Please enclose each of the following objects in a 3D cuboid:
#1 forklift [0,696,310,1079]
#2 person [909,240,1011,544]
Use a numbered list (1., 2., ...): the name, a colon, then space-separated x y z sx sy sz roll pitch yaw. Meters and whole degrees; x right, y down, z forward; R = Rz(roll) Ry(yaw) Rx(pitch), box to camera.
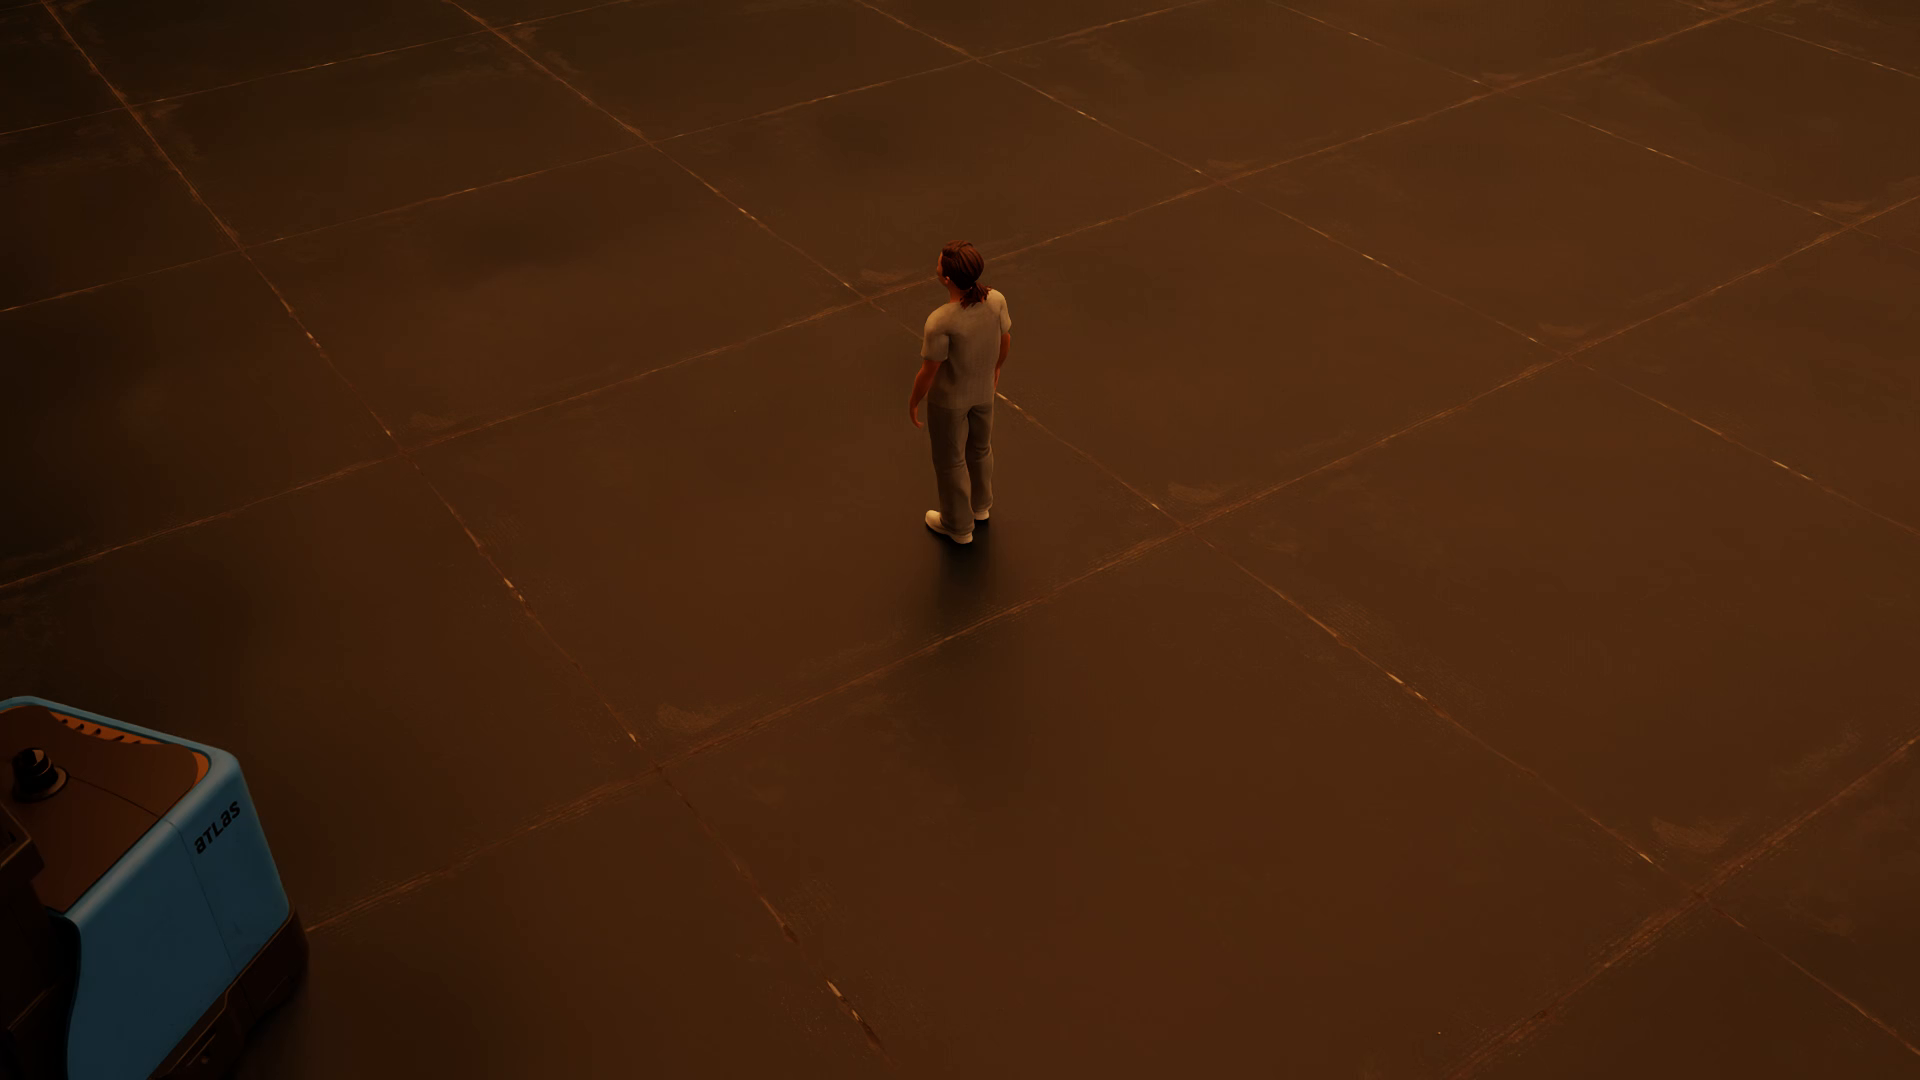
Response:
1. forklift: -3.395 1.138 4.405 1.130 2.935 3.031 12 38 16
2. person: -0.032 -0.720 7.962 0.549 1.673 0.548 -23 42 -28
